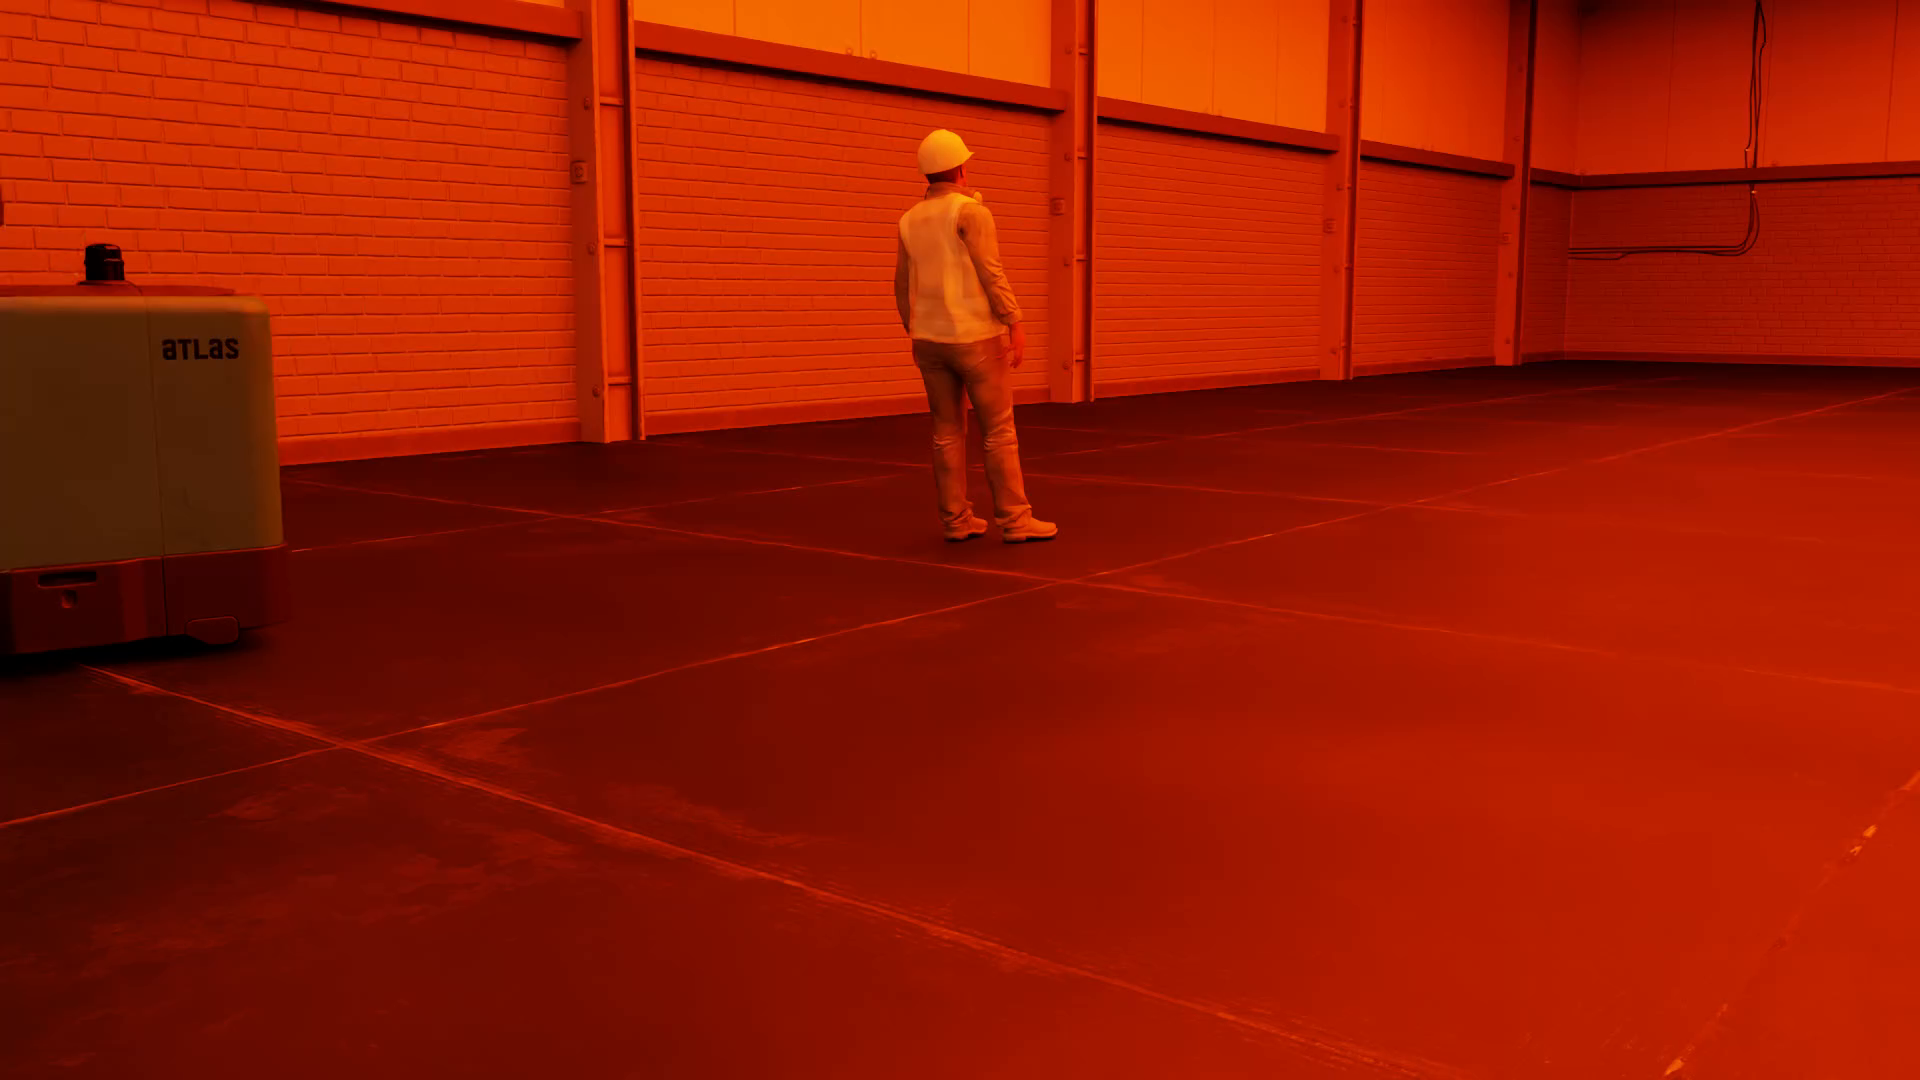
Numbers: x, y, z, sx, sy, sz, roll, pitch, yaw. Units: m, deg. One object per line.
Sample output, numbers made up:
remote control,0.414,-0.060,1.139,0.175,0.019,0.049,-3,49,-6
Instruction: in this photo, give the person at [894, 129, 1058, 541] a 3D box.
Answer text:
person,0.045,-0.891,7.318,0.632,1.773,0.568,7,11,38

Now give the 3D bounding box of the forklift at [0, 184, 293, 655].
forklift,-3.588,-1.059,4.519,3.031,2.935,1.130,-6,10,-35
